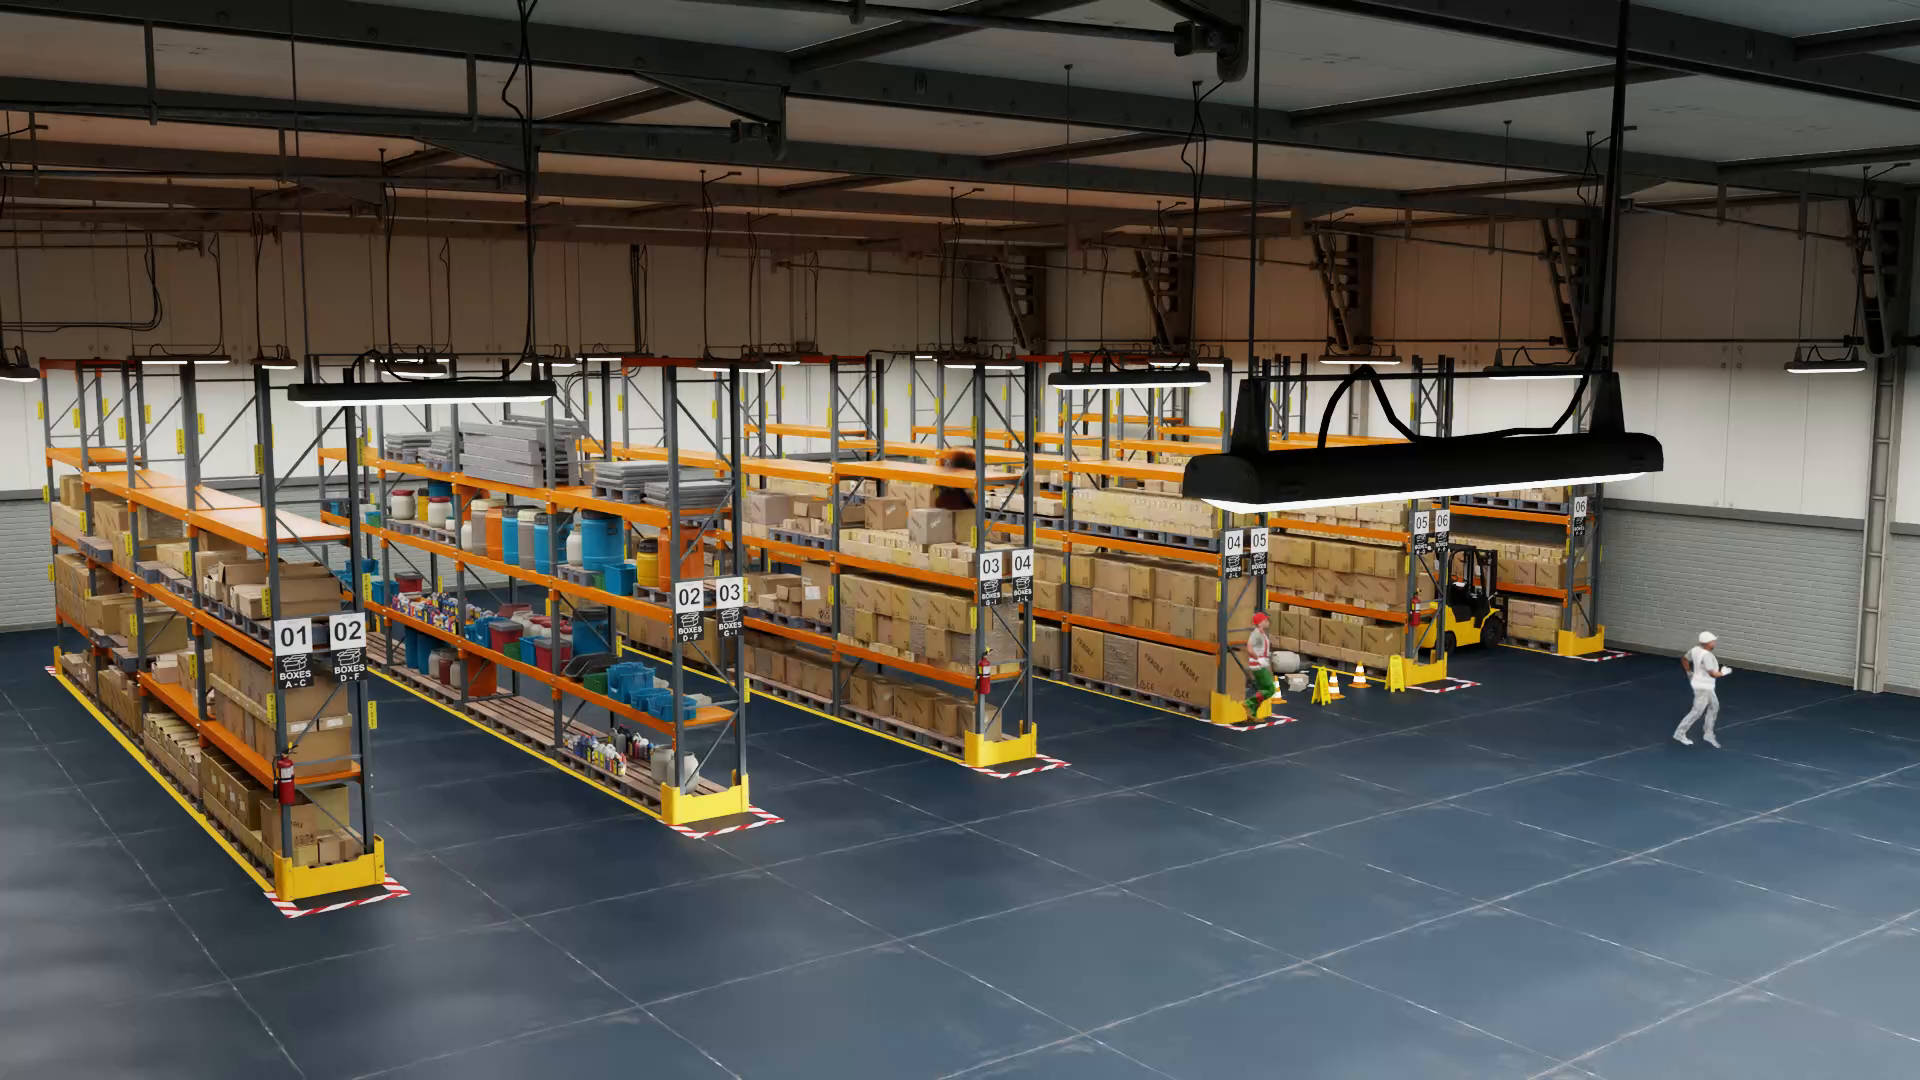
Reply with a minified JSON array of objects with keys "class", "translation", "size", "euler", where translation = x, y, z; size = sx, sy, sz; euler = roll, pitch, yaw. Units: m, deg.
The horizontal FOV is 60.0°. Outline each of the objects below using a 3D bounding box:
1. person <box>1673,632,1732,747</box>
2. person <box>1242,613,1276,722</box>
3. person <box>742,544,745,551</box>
[{"class":"person","translation":[11.551,2.342,25.873],"size":[0.798,1.849,0.704],"euler":[2,7,14]},{"class":"person","translation":[4.774,2.024,26.453],"size":[0.532,1.737,0.688],"euler":[2,7,14]},{"class":"person","translation":[-5.527,0.528,41.767],"size":[0.858,1.535,0.592],"euler":[0,7,-1]}]
